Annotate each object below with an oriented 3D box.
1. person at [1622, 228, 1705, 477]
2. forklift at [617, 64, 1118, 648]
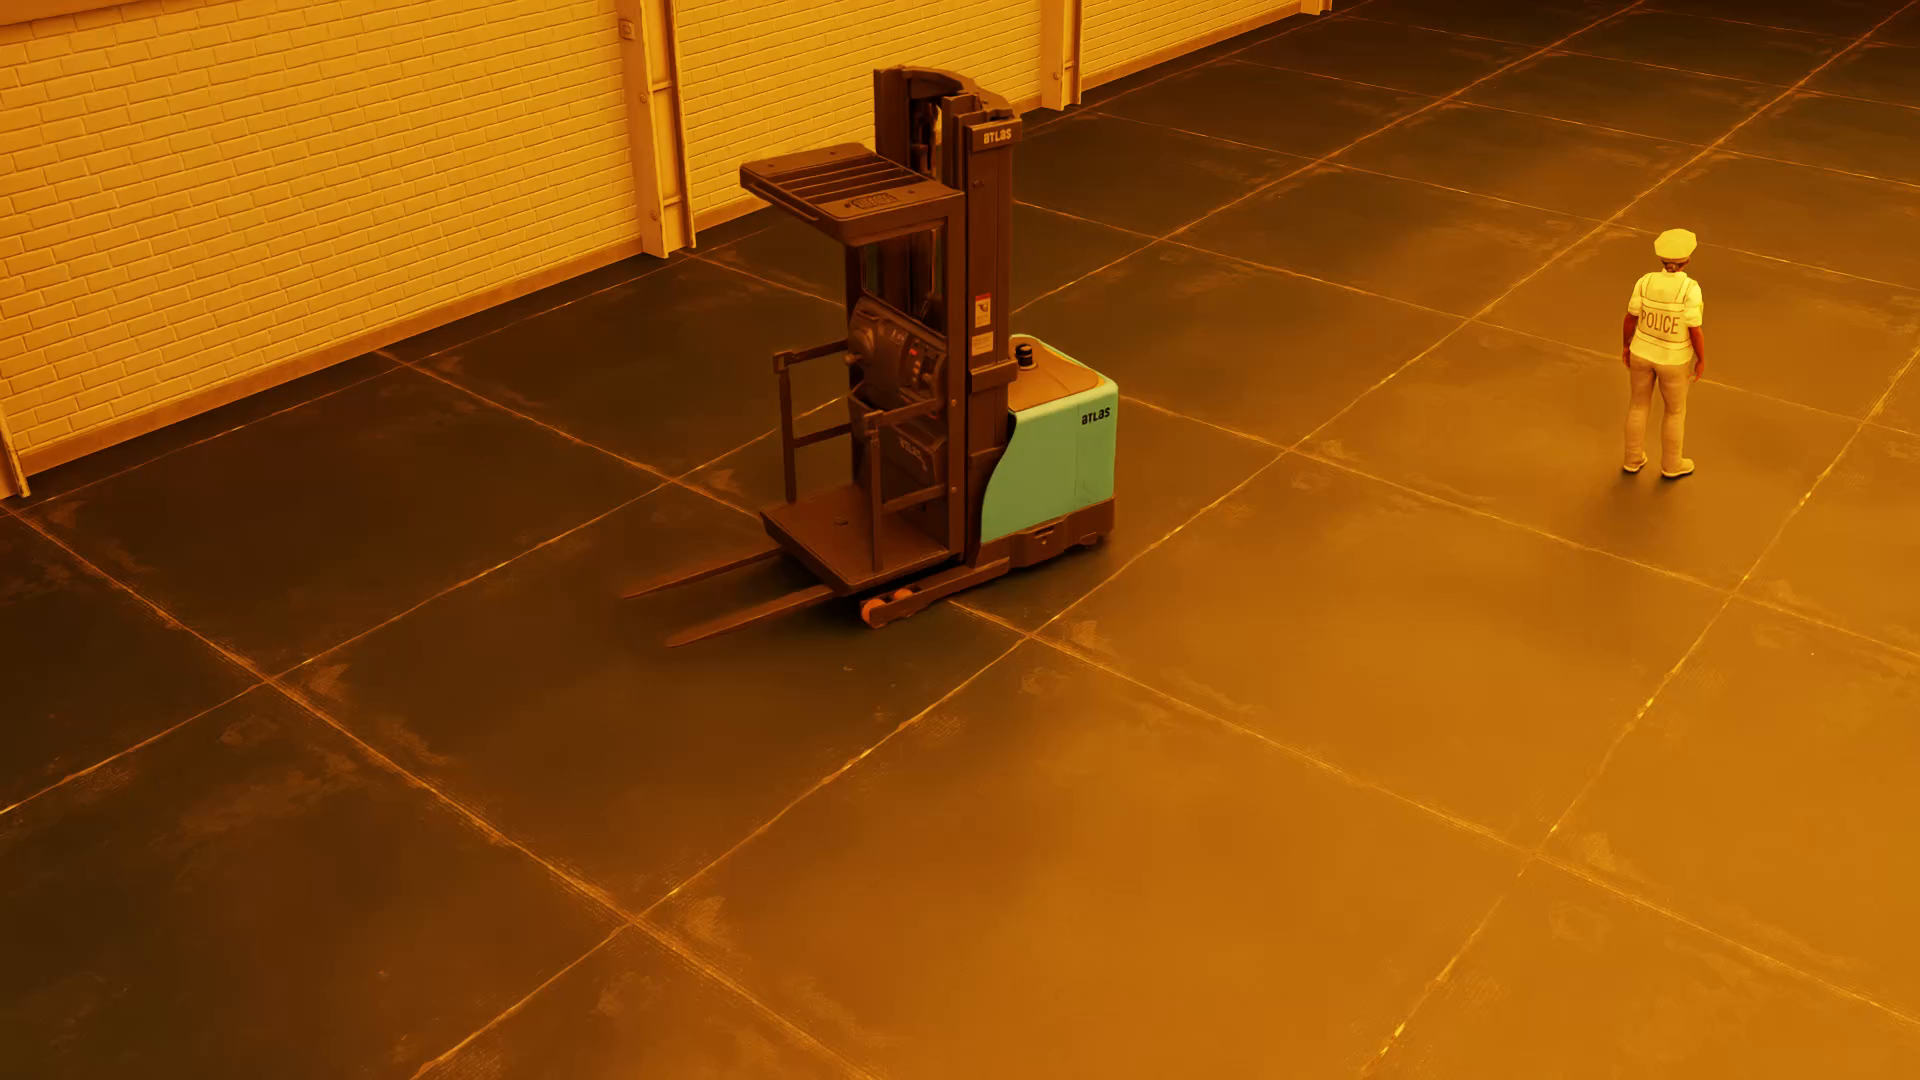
[{"bbox_3d":[4.634,-1.219,10.906,0.565,1.686,0.526,26,39,37],"label":"person"},{"bbox_3d":[-0.535,-1.060,9.408,3.031,2.935,1.130,-19,35,-29],"label":"forklift"}]
